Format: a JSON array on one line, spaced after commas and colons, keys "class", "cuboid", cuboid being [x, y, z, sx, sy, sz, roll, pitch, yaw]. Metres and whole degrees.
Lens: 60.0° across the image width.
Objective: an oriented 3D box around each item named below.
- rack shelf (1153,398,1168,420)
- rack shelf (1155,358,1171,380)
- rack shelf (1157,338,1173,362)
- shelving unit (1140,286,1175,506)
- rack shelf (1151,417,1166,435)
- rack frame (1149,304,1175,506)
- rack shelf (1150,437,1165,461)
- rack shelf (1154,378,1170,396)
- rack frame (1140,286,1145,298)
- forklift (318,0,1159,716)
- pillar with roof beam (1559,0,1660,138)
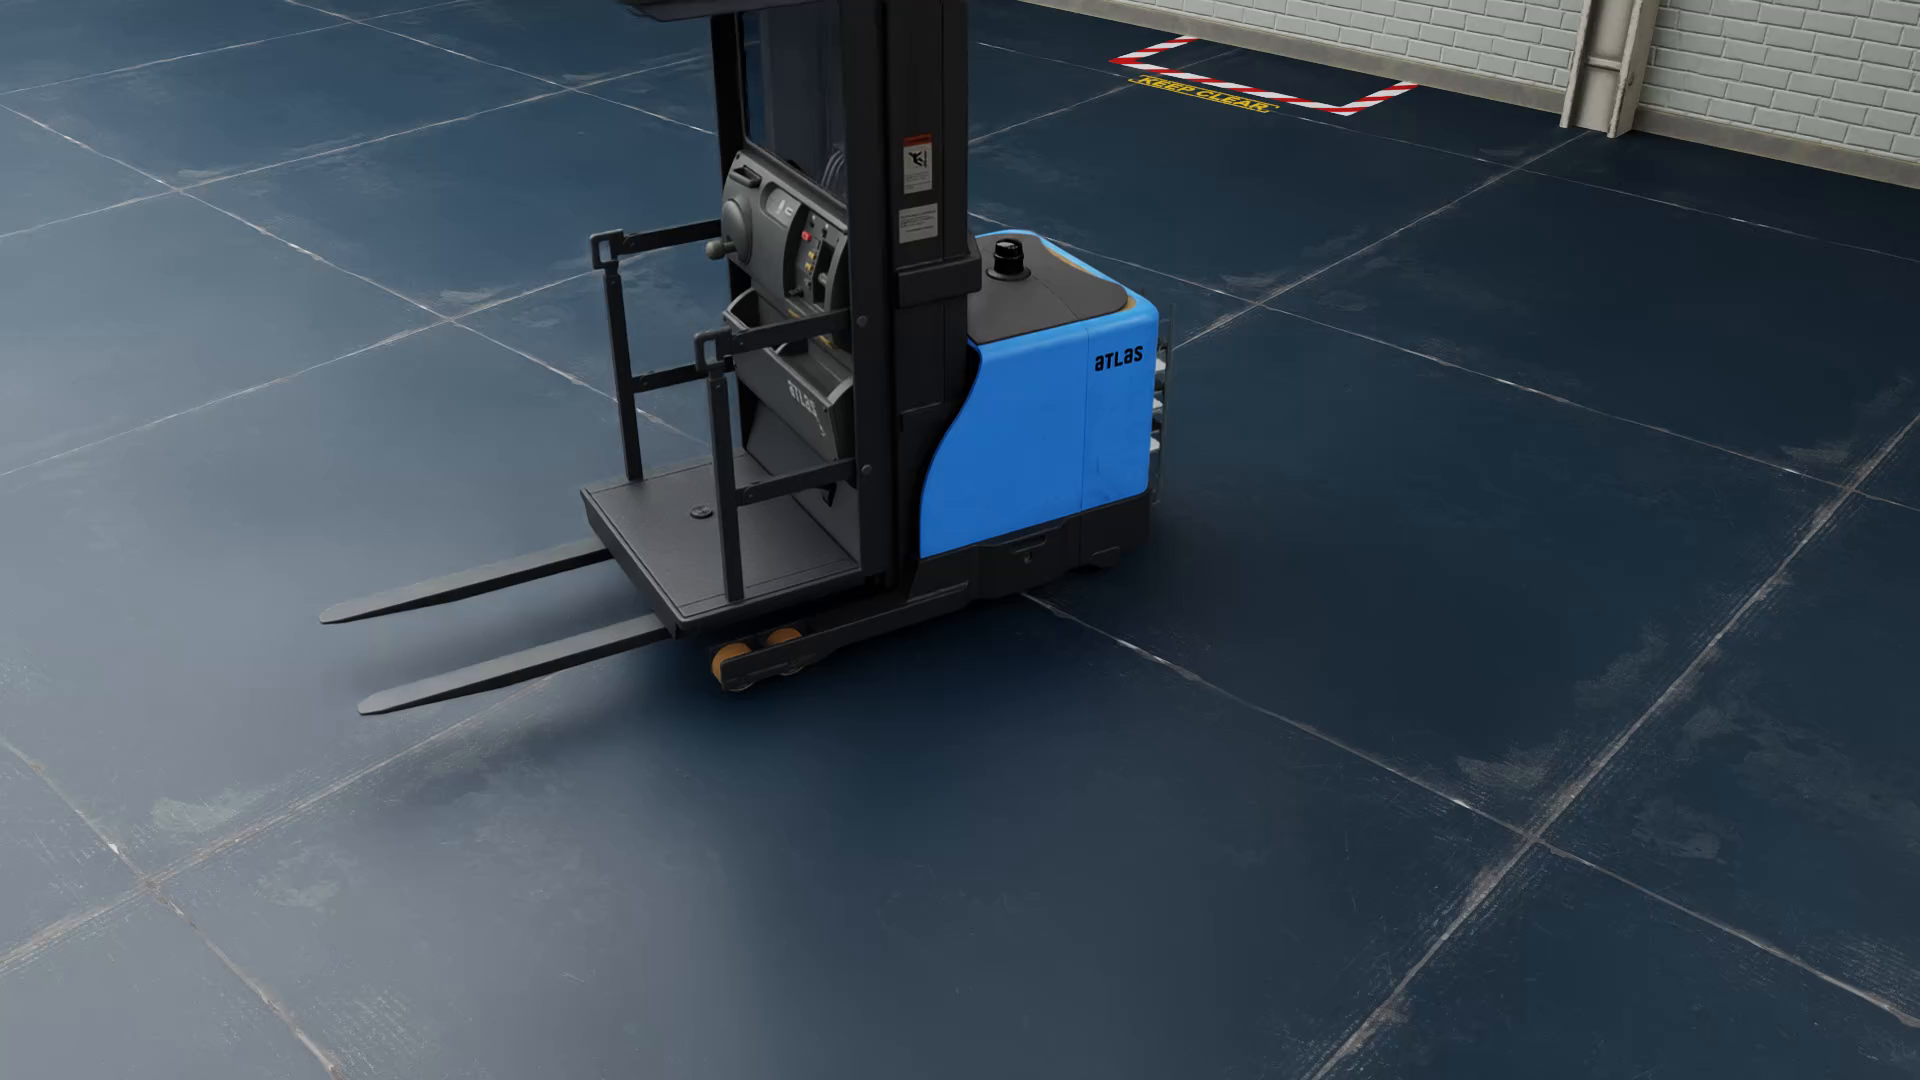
[{"class": "rack shelf", "cuboid": [0.690, -0.531, 6.824, 0.258, 0.077, 0.200, -16, 35, -25]}, {"class": "rack shelf", "cuboid": [0.690, -0.686, 6.731, 0.258, 0.077, 0.200, -16, 35, -25]}, {"class": "rack shelf", "cuboid": [0.691, -0.763, 6.685, 0.258, 0.077, 0.200, -16, 35, -25]}, {"class": "shelving unit", "cuboid": [0.690, -0.560, 6.807, 0.258, 0.900, 0.210, -16, 35, -25]}, {"class": "rack shelf", "cuboid": [0.689, -0.454, 6.870, 0.258, 0.077, 0.200, -16, 35, -25]}, {"class": "rack frame", "cuboid": [0.740, -0.514, 6.731, 0.240, 0.900, 0.006, -16, 35, -25]}, {"class": "rack shelf", "cuboid": [0.689, -0.377, 6.916, 0.258, 0.077, 0.200, -16, 35, -25]}, {"class": "rack shelf", "cuboid": [0.690, -0.609, 6.778, 0.258, 0.077, 0.200, -16, 35, -25]}, {"class": "rack frame", "cuboid": [0.640, -0.606, 6.882, 0.240, 0.900, 0.006, -16, 35, -25]}, {"class": "forklift", "cuboid": [-0.788, -1.034, 5.626, 3.031, 2.935, 1.130, -16, 35, -25]}, {"class": "pillar with roof beam", "cuboid": [1.506, -5.061, 6.432, 0.400, 9.000, 9.100, 25, 39, 35]}]
